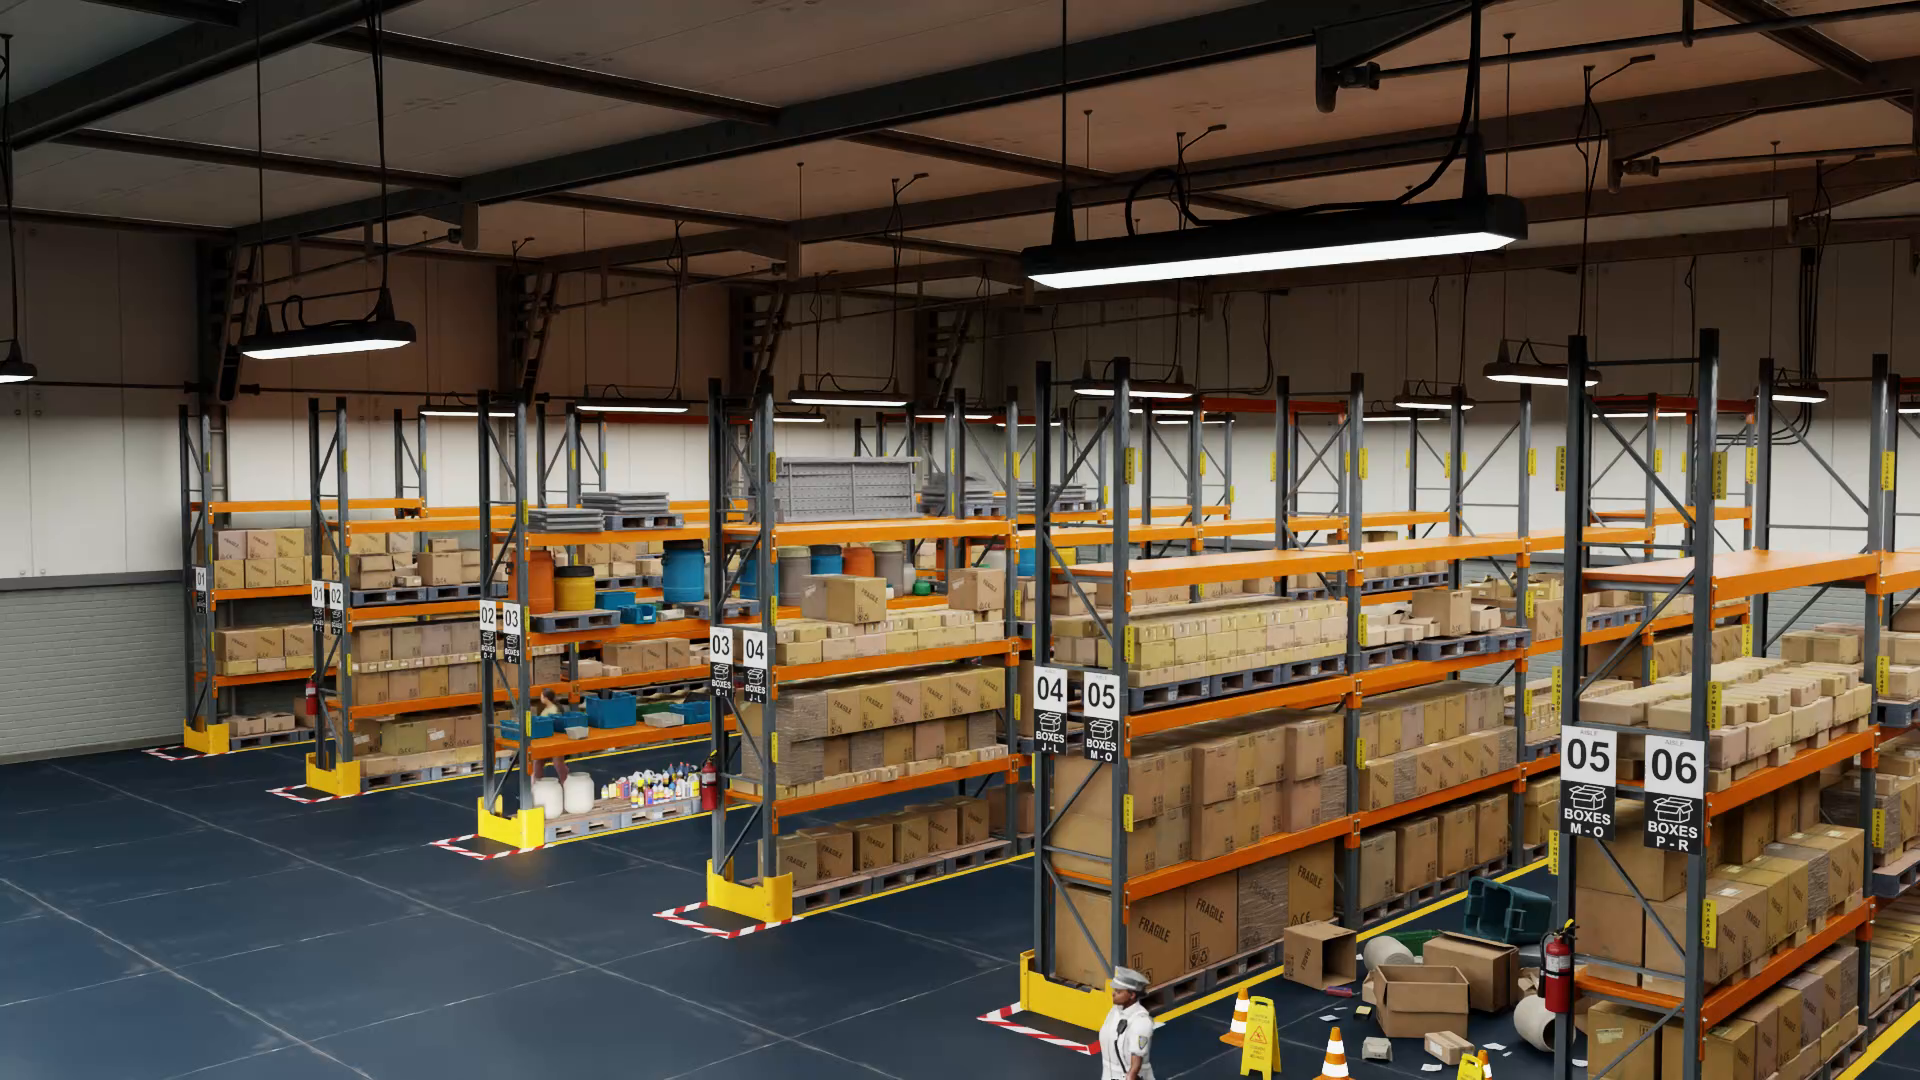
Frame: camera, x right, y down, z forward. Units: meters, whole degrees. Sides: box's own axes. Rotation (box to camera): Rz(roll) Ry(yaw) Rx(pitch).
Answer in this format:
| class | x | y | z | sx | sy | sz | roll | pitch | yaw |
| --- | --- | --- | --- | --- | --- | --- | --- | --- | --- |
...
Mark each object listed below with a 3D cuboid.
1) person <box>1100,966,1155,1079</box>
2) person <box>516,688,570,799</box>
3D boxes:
| class | x | y | z | sx | sy | sz | roll | pitch | yaw |
| --- | --- | --- | --- | --- | --- | --- | --- | --- | --- |
| person | 1.069 | 3.725 | 11.295 | 0.900 | 1.639 | 0.458 | -2 | 3 | -29 |
| person | -6.173 | 3.028 | 24.751 | 0.894 | 1.618 | 0.470 | -2 | 3 | -29 |
